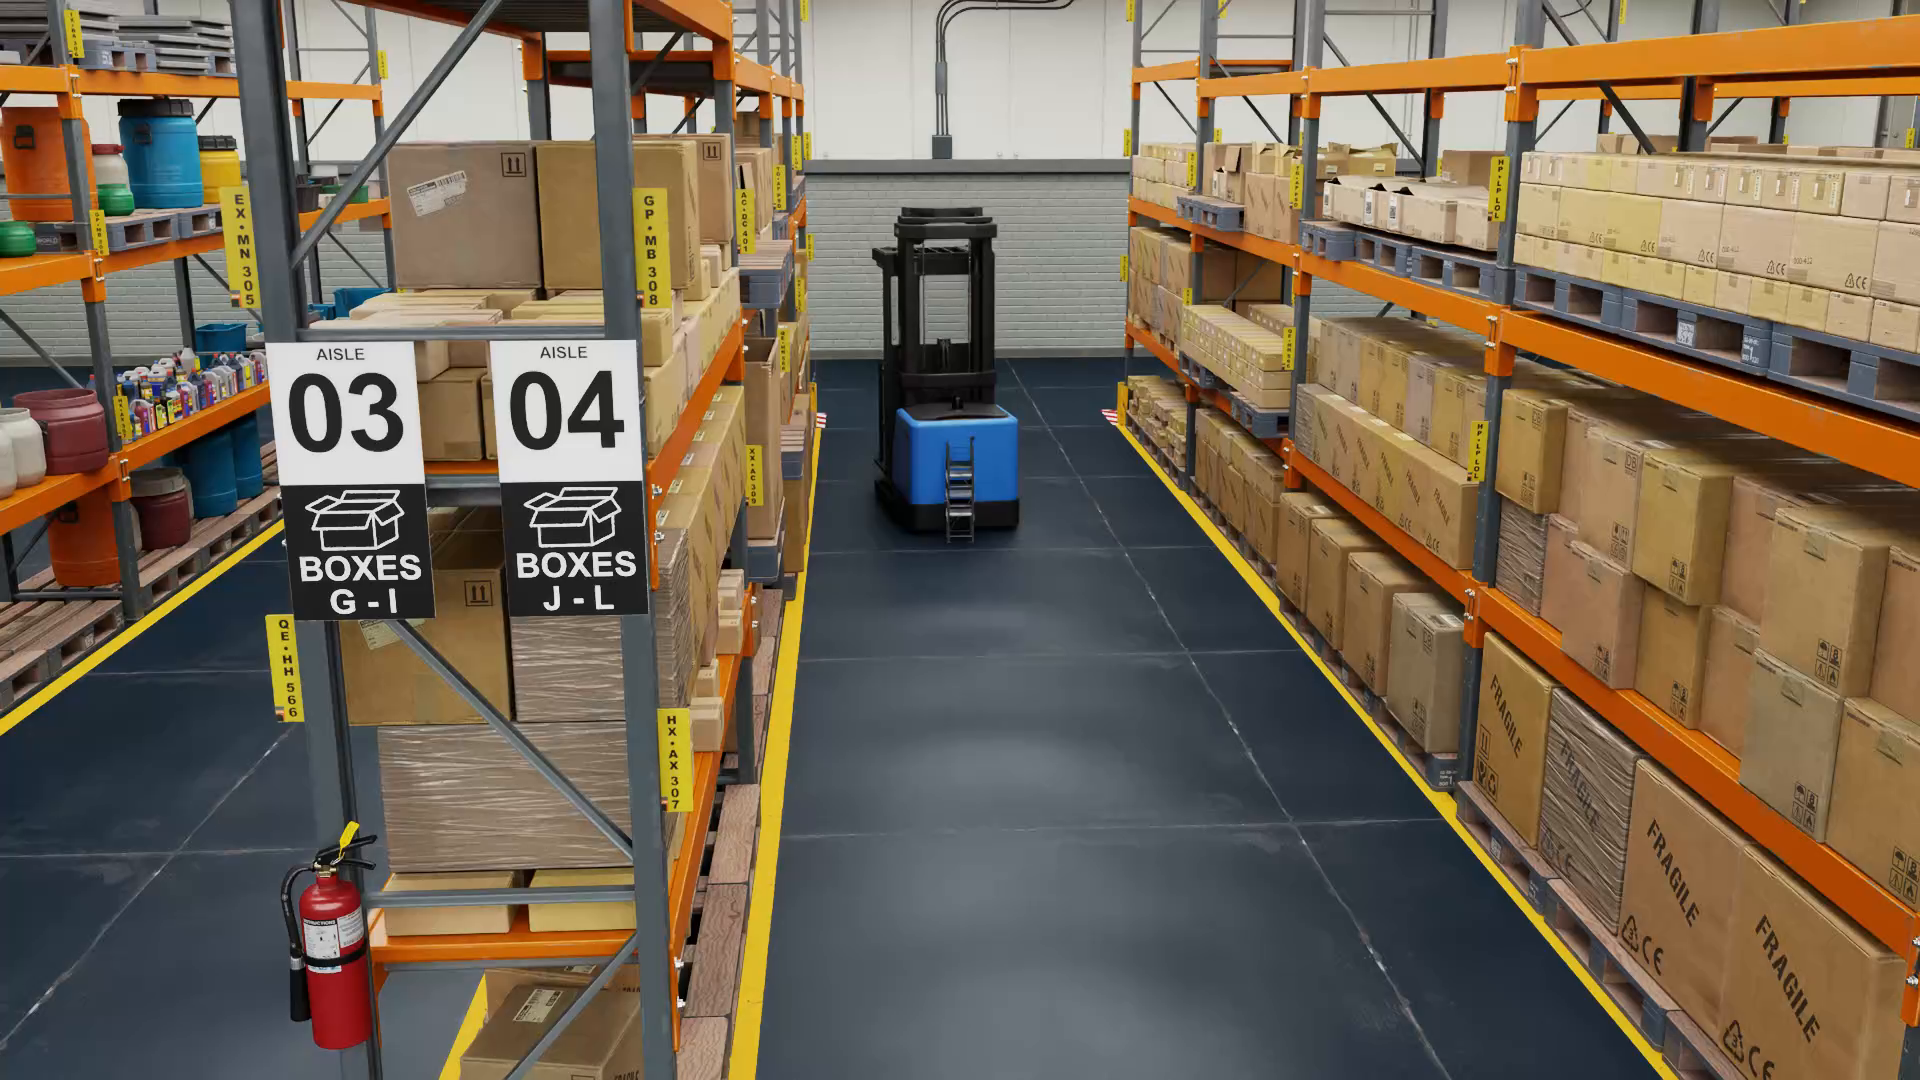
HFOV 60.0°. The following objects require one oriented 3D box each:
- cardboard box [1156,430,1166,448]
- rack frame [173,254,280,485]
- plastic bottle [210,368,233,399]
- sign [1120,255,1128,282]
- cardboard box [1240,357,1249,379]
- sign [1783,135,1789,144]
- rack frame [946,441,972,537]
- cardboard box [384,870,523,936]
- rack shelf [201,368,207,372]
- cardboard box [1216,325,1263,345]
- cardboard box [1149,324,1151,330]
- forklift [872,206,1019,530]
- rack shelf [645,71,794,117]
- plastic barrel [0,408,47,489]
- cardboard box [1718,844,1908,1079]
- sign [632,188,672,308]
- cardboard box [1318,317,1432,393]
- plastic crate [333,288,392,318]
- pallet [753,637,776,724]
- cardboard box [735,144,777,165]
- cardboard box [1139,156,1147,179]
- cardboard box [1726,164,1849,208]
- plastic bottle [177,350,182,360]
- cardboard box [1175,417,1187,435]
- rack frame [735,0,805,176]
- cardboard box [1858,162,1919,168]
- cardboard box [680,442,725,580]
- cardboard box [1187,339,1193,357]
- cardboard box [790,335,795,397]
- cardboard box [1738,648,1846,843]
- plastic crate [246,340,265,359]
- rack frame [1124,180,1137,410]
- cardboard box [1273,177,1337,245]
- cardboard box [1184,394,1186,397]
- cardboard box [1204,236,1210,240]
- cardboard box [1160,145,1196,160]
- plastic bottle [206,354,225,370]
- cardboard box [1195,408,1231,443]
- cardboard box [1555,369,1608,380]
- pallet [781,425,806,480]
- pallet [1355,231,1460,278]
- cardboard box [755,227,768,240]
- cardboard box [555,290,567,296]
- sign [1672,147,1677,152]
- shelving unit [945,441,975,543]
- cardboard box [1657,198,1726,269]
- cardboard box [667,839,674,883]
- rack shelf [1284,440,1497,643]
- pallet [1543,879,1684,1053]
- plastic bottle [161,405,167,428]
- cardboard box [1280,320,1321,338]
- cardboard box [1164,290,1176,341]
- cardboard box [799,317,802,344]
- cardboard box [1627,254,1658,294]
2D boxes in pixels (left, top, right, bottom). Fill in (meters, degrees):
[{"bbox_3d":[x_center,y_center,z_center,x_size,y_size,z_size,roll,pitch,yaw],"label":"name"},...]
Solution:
[{"bbox_3d":[2.394,-1.125,18.480,0.380,0.149,0.250,-1,14,-4],"label":"cardboard box"},{"bbox_3d":[-7.078,-1.825,16.321,1.000,3.000,0.127,-1,14,-3],"label":"rack frame"},{"bbox_3d":[-6.669,-1.422,15.005,0.152,0.276,0.135,-1,14,-3],"label":"plastic bottle"},{"bbox_3d":[2.033,-3.358,20.544,0.100,0.325,0.005,-1,14,-3],"label":"sign"},{"bbox_3d":[2.548,-1.431,13.856,0.380,0.149,0.250,-1,14,-2],"label":"cardboard box"},{"bbox_3d":[8.298,-3.920,16.778,0.100,0.325,0.005,-1,14,-3],"label":"sign"},{"bbox_3d":[-0.007,-0.463,15.244,0.240,0.900,0.006,-1,14,-3],"label":"rack frame"},{"bbox_3d":[-1.615,1.137,5.314,0.380,0.149,0.250,-1,14,-3],"label":"cardboard box"},{"bbox_3d":[-7.202,-1.974,18.344,1.077,0.370,4.000,-1,14,-3],"label":"rack shelf"},{"bbox_3d":[2.489,-1.829,14.805,0.380,0.149,0.250,0,14,-2],"label":"cardboard box"},{"bbox_3d":[2.441,-2.547,19.634,0.380,0.149,0.250,0,14,-1],"label":"cardboard box"},{"bbox_3d":[-0.256,-1.832,16.486,1.130,2.935,3.031,-3,15,-12],"label":"forklift"},{"bbox_3d":[-2.010,-3.767,14.077,1.077,0.370,4.000,-1,14,-3],"label":"rack shelf"},{"bbox_3d":[-6.553,-0.631,11.460,0.421,0.512,0.421,0,14,0],"label":"plastic barrel"},{"bbox_3d":[3.458,1.690,6.083,0.875,0.875,0.875,-1,14,-3],"label":"cardboard box"},{"bbox_3d":[-0.849,-0.801,4.569,0.100,0.325,0.005,-1,14,-3],"label":"sign"},{"bbox_3d":[3.088,-1.378,12.381,0.700,0.500,0.500,-1,14,-4],"label":"cardboard box"},{"bbox_3d":[-7.118,-2.785,19.863,0.616,0.435,0.499,-1,14,-3],"label":"plastic crate"},{"bbox_3d":[-1.767,0.941,11.168,1.003,0.211,1.213,-1,14,-3],"label":"pallet"},{"bbox_3d":[-2.088,-3.461,15.620,0.700,0.500,0.500,-1,14,-2],"label":"cardboard box"},{"bbox_3d":[2.376,-4.326,19.323,0.500,0.250,0.500,-1,14,-4],"label":"cardboard box"},{"bbox_3d":[3.128,-1.332,6.247,0.380,0.149,0.250,-1,14,-4],"label":"cardboard box"},{"bbox_3d":[-7.481,-1.670,15.956,0.061,0.283,0.133,-1,14,-3],"label":"plastic bottle"},{"bbox_3d":[2.485,-1.211,17.620,0.380,0.149,0.250,-1,14,-3],"label":"cardboard box"},{"bbox_3d":[-2.382,-5.801,19.737,1.000,3.000,0.127,-1,14,-3],"label":"rack frame"},{"bbox_3d":[3.769,-1.405,6.531,0.380,0.149,0.250,-1,14,-3],"label":"cardboard box"},{"bbox_3d":[-1.246,-0.107,6.843,0.500,0.500,0.500,-1,14,-3],"label":"cardboard box"},{"bbox_3d":[2.411,-1.860,16.121,0.380,0.149,0.250,-1,14,-3],"label":"cardboard box"},{"bbox_3d":[-1.770,-1.584,15.187,0.500,0.500,0.500,-1,14,-4],"label":"cardboard box"},{"bbox_3d":[3.442,0.731,6.087,0.875,0.550,0.550,-1,14,-3],"label":"cardboard box"},{"bbox_3d":[-7.415,-1.995,17.414,0.437,0.125,0.590,-1,14,-3],"label":"plastic crate"},{"bbox_3d":[2.574,-2.947,20.685,1.000,3.000,0.127,-1,14,-3],"label":"rack frame"},{"bbox_3d":[2.781,-2.597,13.103,0.500,0.500,0.500,-1,14,-3],"label":"cardboard box"},{"bbox_3d":[2.854,-1.721,20.202,0.380,0.149,0.250,-1,14,-5],"label":"cardboard box"},{"bbox_3d":[2.960,-3.127,18.580,0.500,0.500,0.500,-1,14,-5],"label":"cardboard box"},{"bbox_3d":[2.388,-4.225,18.130,0.380,0.149,0.250,-1,14,-4],"label":"cardboard box"},{"bbox_3d":[-6.827,-1.529,15.271,0.144,0.351,0.185,-1,14,-3],"label":"plastic bottle"},{"bbox_3d":[2.604,-1.121,16.254,0.500,0.250,0.500,-2,15,-6],"label":"cardboard box"},{"bbox_3d":[7.649,-1.849,20.715,0.875,0.438,0.875,-1,14,-5],"label":"cardboard box"},{"bbox_3d":[-1.736,-0.638,12.094,1.213,0.211,1.003,-1,14,-3],"label":"pallet"},{"bbox_3d":[3.235,-1.881,10.902,1.003,0.211,1.213,0,14,-1],"label":"pallet"},{"bbox_3d":[-1.540,-1.924,10.988,0.500,0.250,0.500,0,14,-2],"label":"cardboard box"},{"bbox_3d":[-1.758,-1.012,6.643,0.380,0.149,0.250,-1,14,-2],"label":"cardboard box"},{"bbox_3d":[7.203,-3.786,16.730,0.100,0.325,0.005,-1,14,-3],"label":"sign"},{"bbox_3d":[0.000,-0.438,15.146,0.258,0.900,0.210,-1,14,-3],"label":"shelving unit"},{"bbox_3d":[3.165,-1.236,6.675,0.500,0.250,0.500,-1,14,-3],"label":"cardboard box"},{"bbox_3d":[-1.167,1.068,5.583,0.380,0.149,0.250,-1,14,-3],"label":"cardboard box"},{"bbox_3d":[3.194,-0.112,11.109,1.077,0.370,4.000,-1,14,-3],"label":"rack shelf"},{"bbox_3d":[3.366,1.882,7.511,1.003,0.211,1.213,-1,14,-3],"label":"pallet"},{"bbox_3d":[-6.551,-1.024,13.607,0.097,0.201,0.097,0,14,0],"label":"plastic bottle"},{"bbox_3d":[3.122,-1.901,15.087,0.380,0.149,0.250,-2,15,-6],"label":"cardboard box"},{"bbox_3d":[2.479,-2.390,17.722,0.500,0.500,0.500,-1,14,-5],"label":"cardboard box"},{"bbox_3d":[-1.928,-2.217,17.551,0.500,0.250,0.500,-1,14,-4],"label":"cardboard box"},{"bbox_3d":[3.082,-1.133,7.075,0.380,0.149,0.250,-1,14,-3],"label":"cardboard box"}]
